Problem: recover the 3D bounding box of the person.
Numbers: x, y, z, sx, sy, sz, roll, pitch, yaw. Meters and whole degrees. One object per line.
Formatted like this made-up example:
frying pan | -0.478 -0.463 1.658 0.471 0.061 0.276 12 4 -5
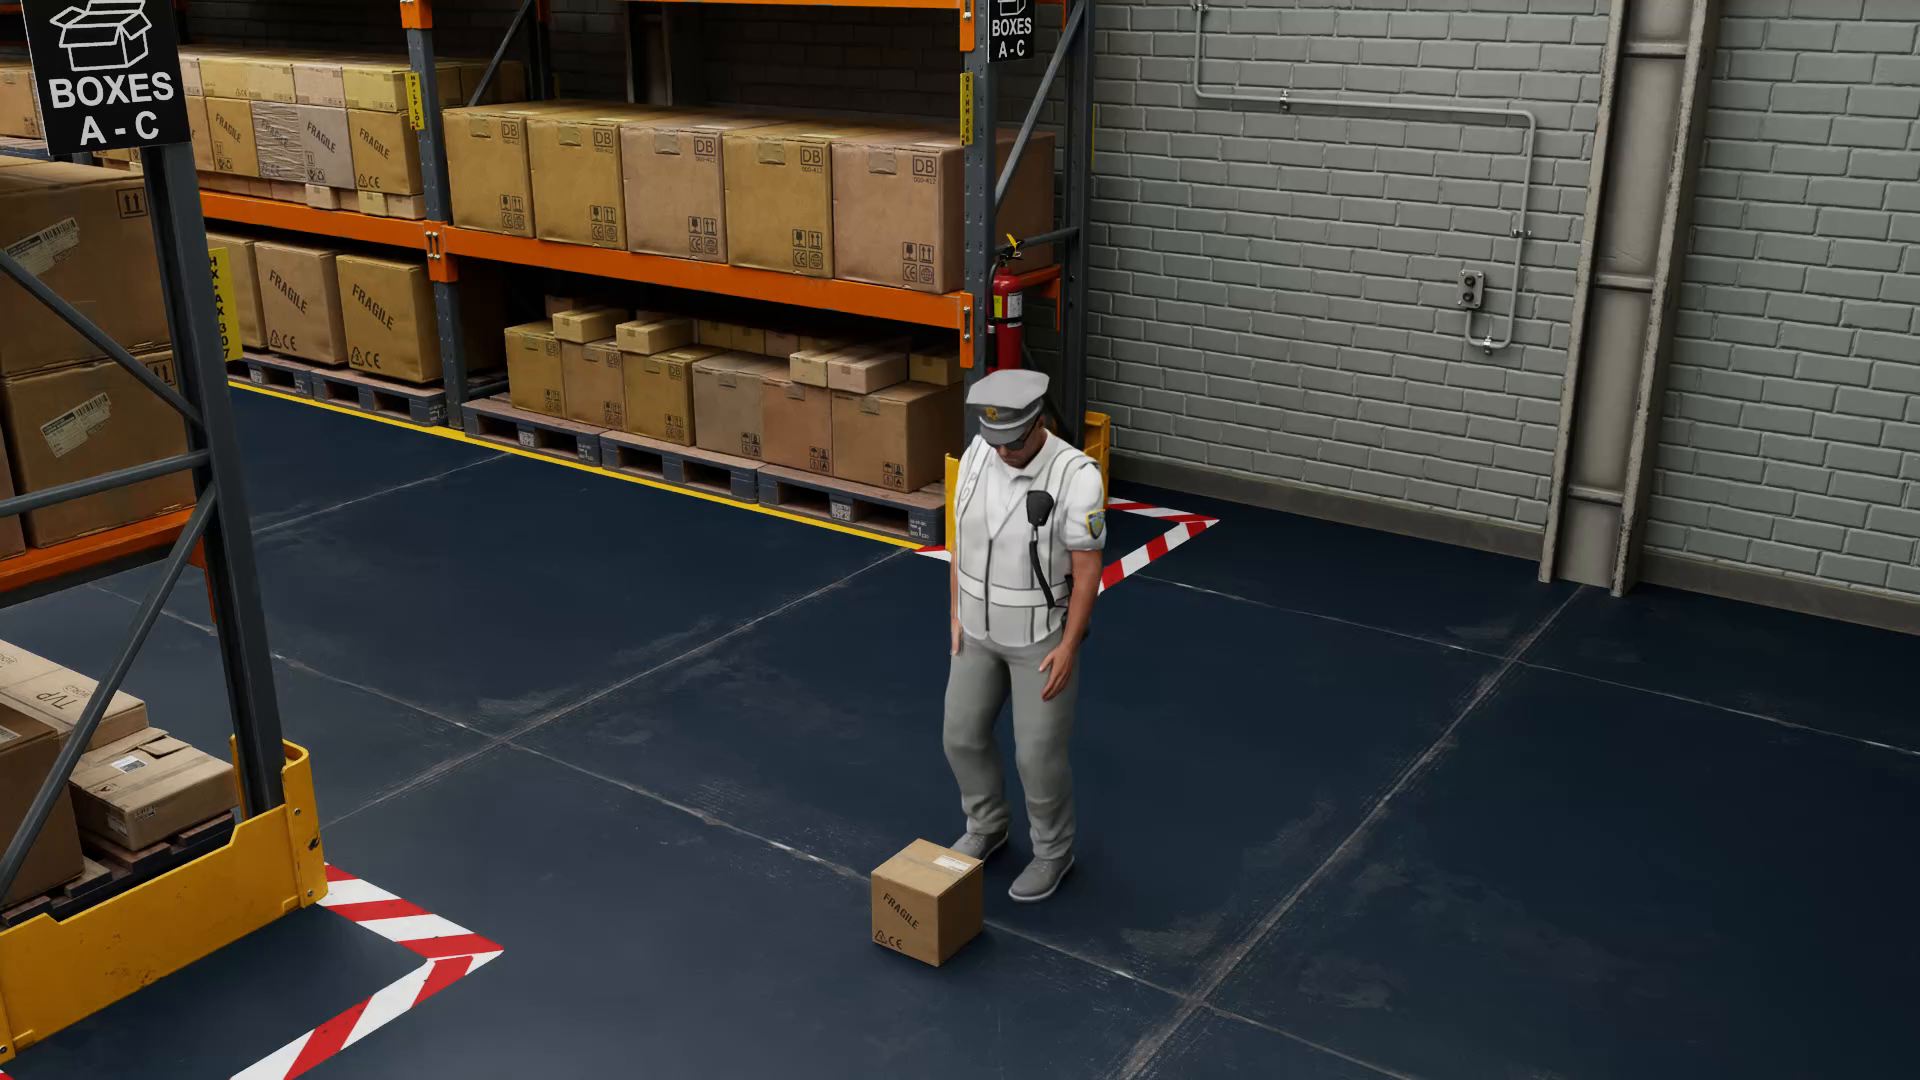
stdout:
person | 0.199 0.300 5.288 0.547 1.719 0.439 14 24 33
